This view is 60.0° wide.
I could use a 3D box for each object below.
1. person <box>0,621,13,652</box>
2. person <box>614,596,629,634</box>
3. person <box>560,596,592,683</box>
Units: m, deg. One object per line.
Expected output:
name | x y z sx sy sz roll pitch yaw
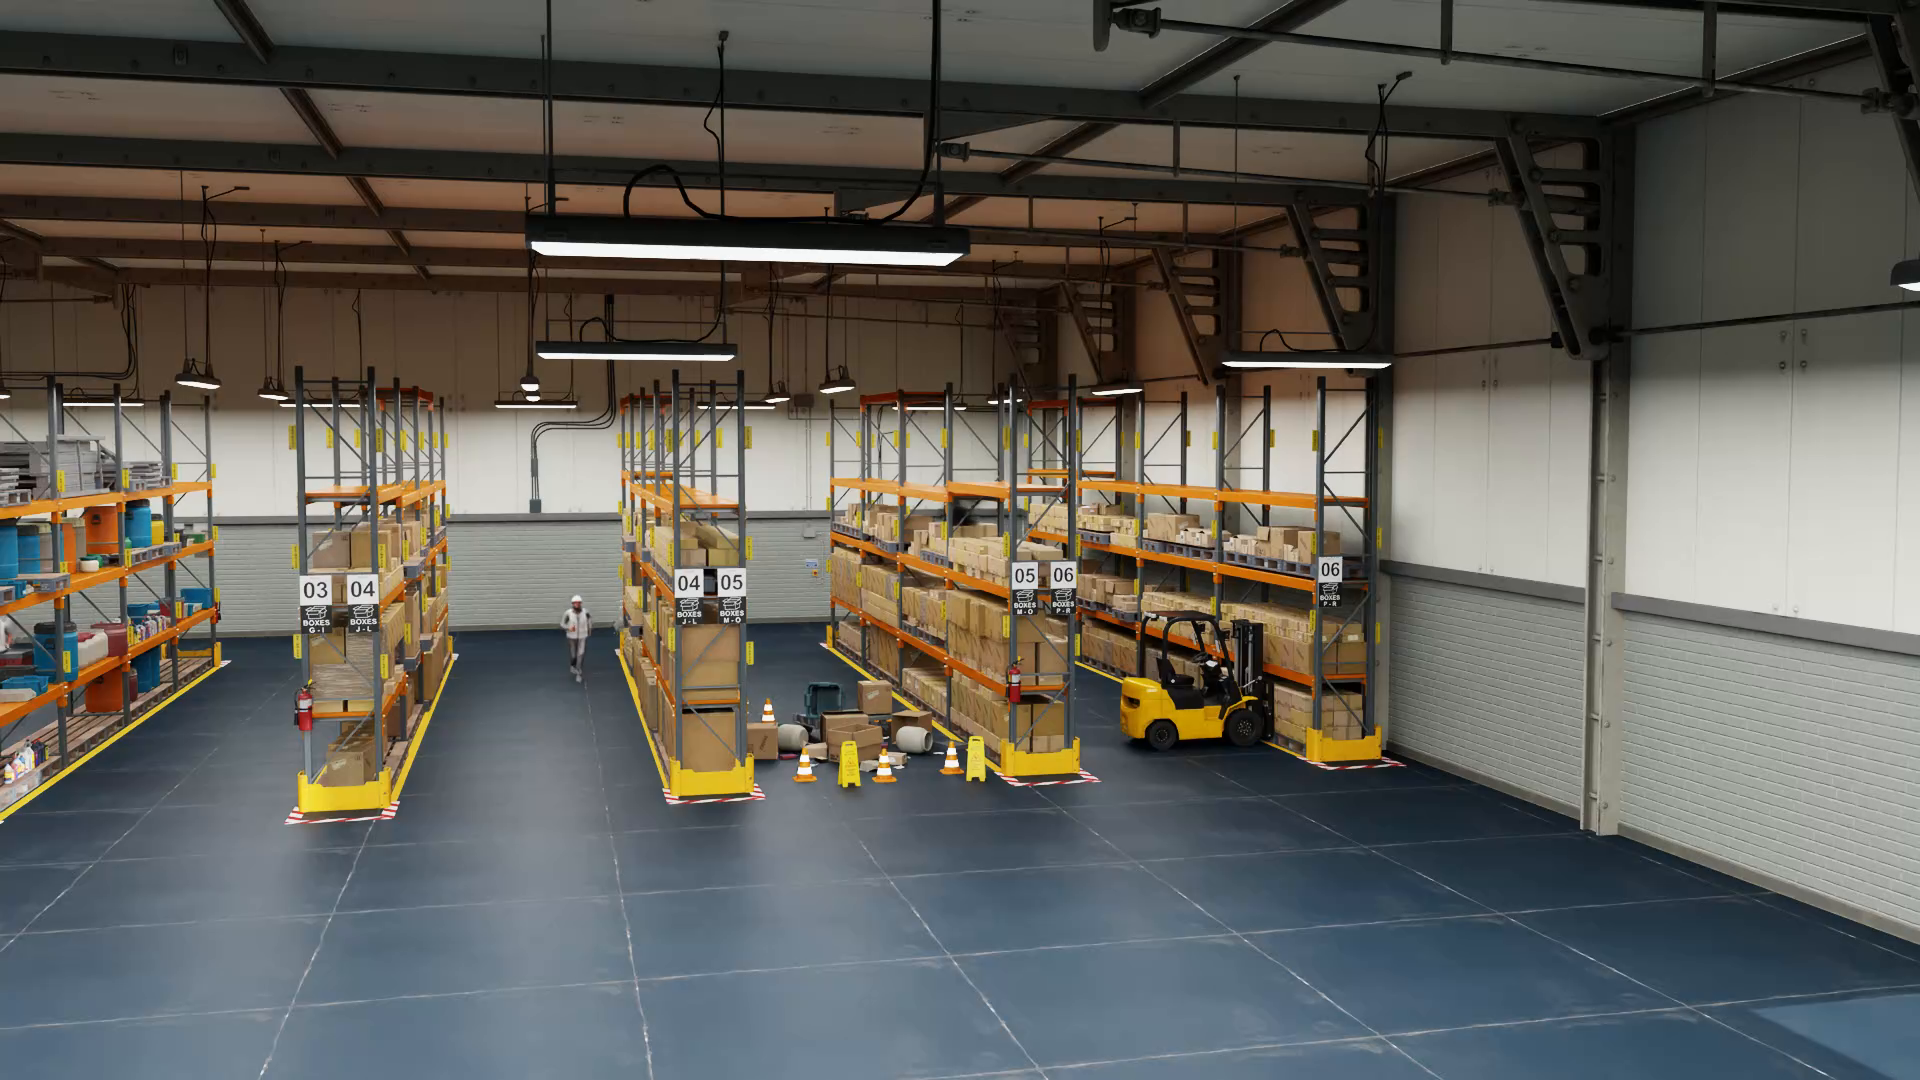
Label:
person | -18.812 2.197 32.394 0.649 1.770 0.738 -2 4 -28
person | -8.089 1.763 40.379 0.604 1.676 0.761 0 3 3
person | -8.021 2.042 34.788 0.679 1.781 1.017 -1 4 -20
